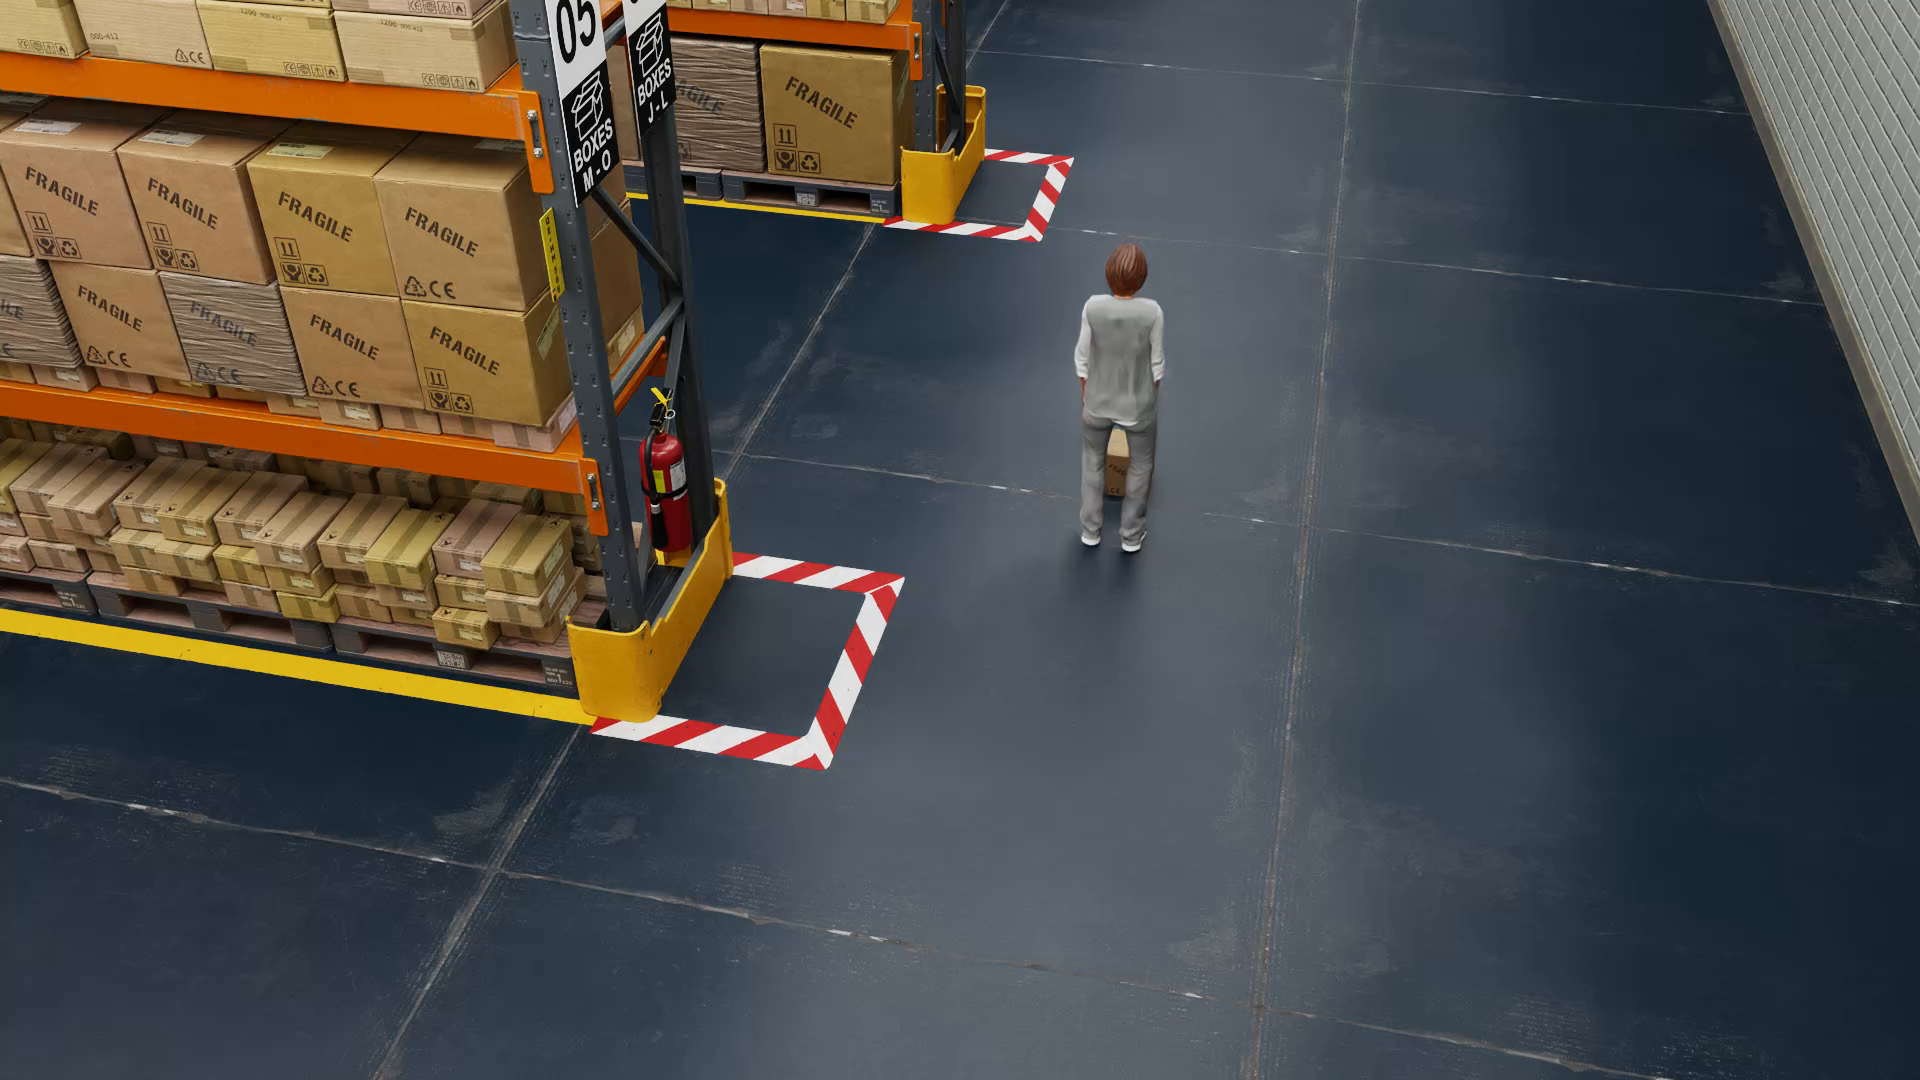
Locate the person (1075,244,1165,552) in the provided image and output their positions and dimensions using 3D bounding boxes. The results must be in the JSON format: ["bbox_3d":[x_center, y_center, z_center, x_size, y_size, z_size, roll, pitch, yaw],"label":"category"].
[{"bbox_3d":[0.736,-0.638,7.856,0.420,1.556,0.354,8,38,11],"label":"person"}]
